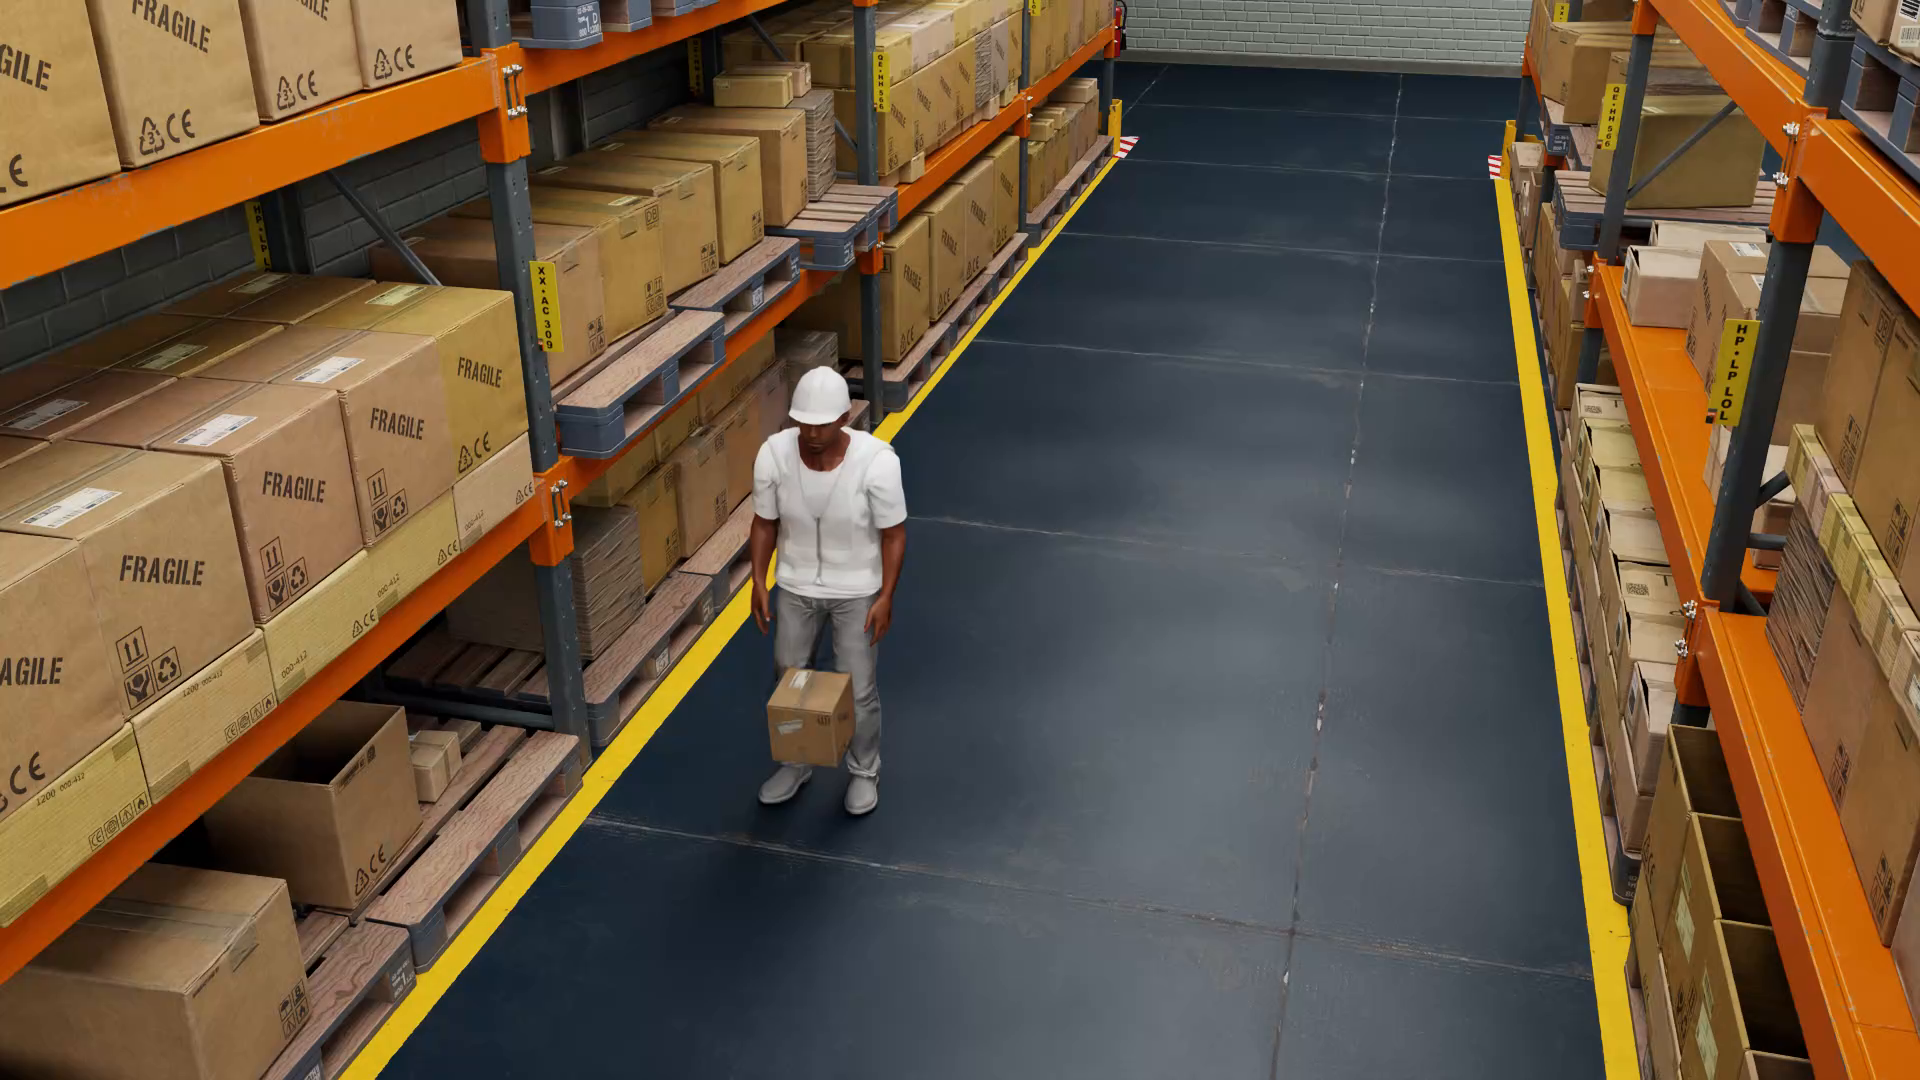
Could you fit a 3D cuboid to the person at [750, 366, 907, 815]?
[{"bbox_3d":[-0.491,0.184,6.192,0.592,1.764,0.430,6,26,12],"label":"person"}]
